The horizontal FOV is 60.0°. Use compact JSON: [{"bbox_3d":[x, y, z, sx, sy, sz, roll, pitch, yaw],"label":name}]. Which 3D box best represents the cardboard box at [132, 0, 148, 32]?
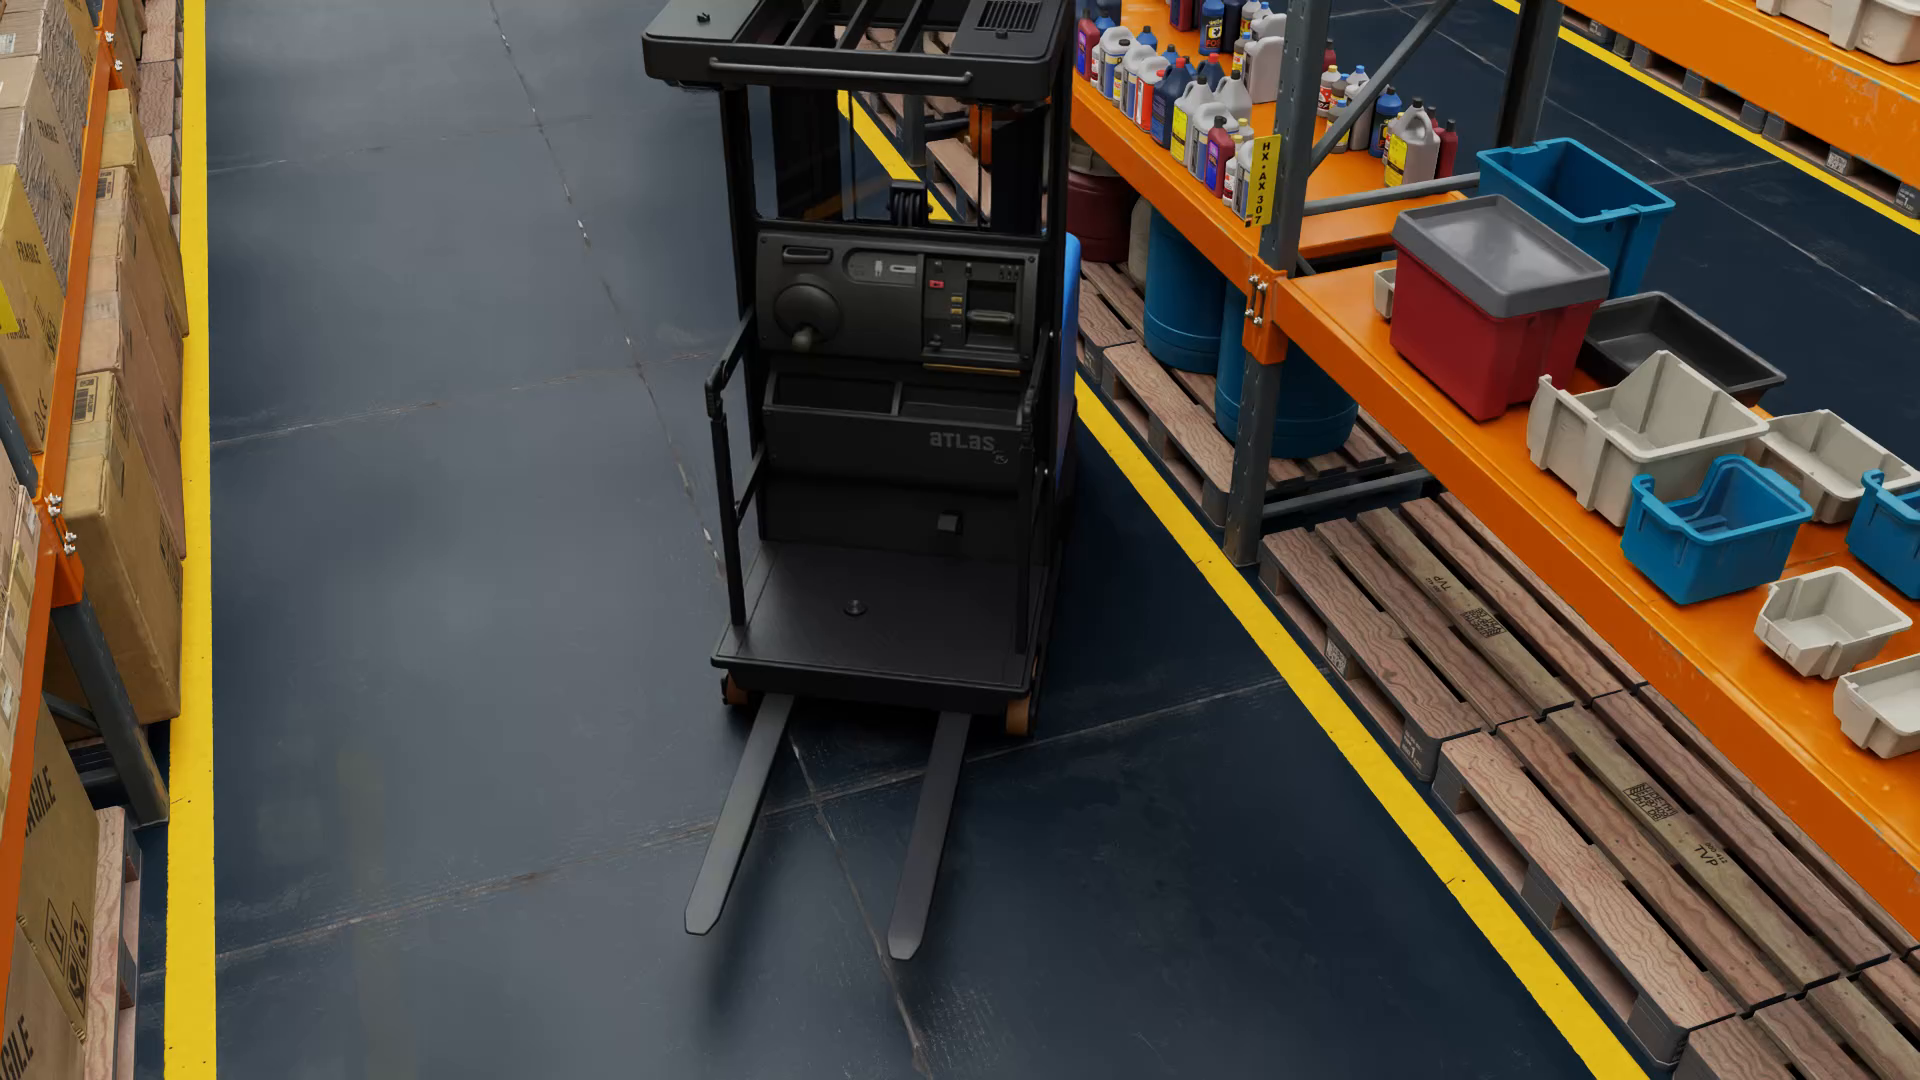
[{"bbox_3d":[-5.669,-3.537,10.665,0.700,0.500,0.500,-15,40,-19],"label":"cardboard box"}]

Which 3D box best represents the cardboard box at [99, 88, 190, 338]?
[{"bbox_3d":[-4.266,-1.376,7.501,1.225,0.875,0.875,-14,39,-18],"label":"cardboard box"}]

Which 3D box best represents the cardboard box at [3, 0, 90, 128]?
[{"bbox_3d":[-3.915,-1.981,6.804,0.500,0.500,0.500,-13,39,-16],"label":"cardboard box"}]

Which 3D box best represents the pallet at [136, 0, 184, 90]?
[{"bbox_3d":[-5.591,-3.158,10.767,1.003,0.211,1.213,-12,39,-16],"label":"pallet"}]

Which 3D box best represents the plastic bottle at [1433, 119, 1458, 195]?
[{"bbox_3d":[1.817,-1.466,6.300,0.061,0.283,0.133,-12,39,-16],"label":"plastic bottle"}]

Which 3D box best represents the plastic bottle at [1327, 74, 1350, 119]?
[{"bbox_3d":[1.568,-1.811,6.826,0.097,0.201,0.097,0,37,0],"label":"plastic bottle"}]

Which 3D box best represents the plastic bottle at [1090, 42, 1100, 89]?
[{"bbox_3d":[0.613,-2.052,7.146,0.097,0.201,0.097,0,37,0],"label":"plastic bottle"}]

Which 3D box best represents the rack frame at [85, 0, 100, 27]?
[{"bbox_3d":[-4.484,-2.451,7.511,1.000,3.000,0.127,-12,39,-16],"label":"rack frame"}]

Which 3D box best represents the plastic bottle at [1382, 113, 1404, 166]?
[{"bbox_3d":[1.715,-1.570,6.506,0.097,0.201,0.097,0,37,0],"label":"plastic bottle"}]

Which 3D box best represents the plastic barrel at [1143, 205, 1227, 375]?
[{"bbox_3d":[1.128,-1.258,7.322,0.600,0.901,0.708,-12,39,-16],"label":"plastic barrel"}]

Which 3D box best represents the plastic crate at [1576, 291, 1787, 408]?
[{"bbox_3d":[2.180,-0.555,5.172,0.437,0.125,0.590,-12,39,-16],"label":"plastic crate"}]

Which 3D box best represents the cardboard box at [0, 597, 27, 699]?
[{"bbox_3d":[-2.518,0.303,4.063,0.380,0.149,0.250,-13,39,-17],"label":"cardboard box"}]

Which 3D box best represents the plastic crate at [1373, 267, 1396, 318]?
[{"bbox_3d":[1.569,-0.843,5.546,0.396,0.136,0.243,-12,39,-16],"label":"plastic crate"}]

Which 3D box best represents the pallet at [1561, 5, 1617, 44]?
[{"bbox_3d":[4.572,-3.860,11.699,1.003,0.211,1.213,-12,39,-16],"label":"pallet"}]

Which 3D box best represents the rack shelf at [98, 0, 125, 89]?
[{"bbox_3d":[-5.172,-3.294,9.228,1.077,0.370,4.000,-12,39,-16],"label":"rack shelf"}]

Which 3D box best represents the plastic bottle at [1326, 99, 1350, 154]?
[{"bbox_3d":[1.505,-1.649,6.611,0.097,0.201,0.097,0,37,0],"label":"plastic bottle"}]

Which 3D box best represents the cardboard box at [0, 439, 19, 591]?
[{"bbox_3d":[-2.709,-0.056,4.208,0.500,0.250,0.500,-13,39,-17],"label":"cardboard box"}]

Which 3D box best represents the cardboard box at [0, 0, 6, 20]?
[{"bbox_3d":[-4.026,-2.107,6.137,0.797,0.503,0.637,-12,39,-15],"label":"cardboard box"}]

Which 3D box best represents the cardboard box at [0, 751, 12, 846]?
[{"bbox_3d":[-2.340,0.594,3.677,0.380,0.149,0.250,-12,39,-15],"label":"cardboard box"}]

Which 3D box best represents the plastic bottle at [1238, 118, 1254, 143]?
[{"bbox_3d":[1.089,-1.536,6.462,0.097,0.201,0.097,0,37,0],"label":"plastic bottle"}]

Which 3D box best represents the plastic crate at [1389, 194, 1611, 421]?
[{"bbox_3d":[1.615,-0.710,5.097,0.402,0.464,0.583,-12,39,-16],"label":"plastic crate"}]

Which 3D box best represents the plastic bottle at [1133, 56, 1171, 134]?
[{"bbox_3d":[0.805,-1.815,6.769,0.152,0.276,0.135,-12,39,-16],"label":"plastic bottle"}]

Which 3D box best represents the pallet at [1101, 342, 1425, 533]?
[{"bbox_3d":[1.317,-0.548,7.302,1.003,0.211,1.213,-12,39,-16],"label":"pallet"}]

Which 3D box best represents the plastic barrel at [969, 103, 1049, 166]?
[{"bbox_3d":[0.351,-2.505,9.037,0.600,0.830,0.708,-12,39,-16],"label":"plastic barrel"}]

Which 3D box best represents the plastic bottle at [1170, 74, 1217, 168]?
[{"bbox_3d":[0.920,-1.649,6.487,0.144,0.351,0.185,-12,39,-16],"label":"plastic bottle"}]

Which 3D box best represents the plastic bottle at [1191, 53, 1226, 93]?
[{"bbox_3d":[0.991,-1.783,6.665,0.144,0.351,0.185,-12,39,-16],"label":"plastic bottle"}]

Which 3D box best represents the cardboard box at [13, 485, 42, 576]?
[{"bbox_3d":[-2.695,0.013,4.448,0.380,0.149,0.250,-12,39,-16],"label":"cardboard box"}]

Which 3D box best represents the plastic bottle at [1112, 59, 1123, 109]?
[{"bbox_3d":[0.693,-1.921,6.972,0.097,0.201,0.097,0,37,0],"label":"plastic bottle"}]

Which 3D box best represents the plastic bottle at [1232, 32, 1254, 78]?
[{"bbox_3d":[1.232,-2.096,7.205,0.097,0.201,0.097,0,37,0],"label":"plastic bottle"}]

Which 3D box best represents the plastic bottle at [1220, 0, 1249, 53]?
[{"bbox_3d":[1.225,-2.393,7.475,0.144,0.351,0.185,-12,39,-16],"label":"plastic bottle"}]

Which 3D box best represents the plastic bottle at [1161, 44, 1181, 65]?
[{"bbox_3d":[0.869,-1.925,6.920,0.097,0.271,0.097,0,37,0],"label":"plastic bottle"}]

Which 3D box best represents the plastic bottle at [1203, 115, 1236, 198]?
[{"bbox_3d":[0.981,-1.448,6.276,0.061,0.283,0.133,-12,39,-16],"label":"plastic bottle"}]

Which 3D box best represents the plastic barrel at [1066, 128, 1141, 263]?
[{"bbox_3d":[0.740,-1.771,8.263,0.600,0.588,0.708,-12,39,-16],"label":"plastic barrel"}]

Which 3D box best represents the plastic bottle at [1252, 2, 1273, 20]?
[{"bbox_3d":[1.329,-2.231,7.326,0.097,0.271,0.097,0,37,0],"label":"plastic bottle"}]

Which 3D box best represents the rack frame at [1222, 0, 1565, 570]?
[{"bbox_3d":[1.543,-1.217,5.873,1.000,3.000,0.127,-12,39,-16],"label":"rack frame"}]

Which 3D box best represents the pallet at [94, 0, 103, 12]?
[{"bbox_3d":[-4.829,-2.755,8.074,1.213,0.211,1.003,-12,39,-16],"label":"pallet"}]

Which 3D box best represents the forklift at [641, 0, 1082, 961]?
[{"bbox_3d":[-0.240,-0.716,5.264,1.130,2.935,3.031,5,37,7],"label":"forklift"}]

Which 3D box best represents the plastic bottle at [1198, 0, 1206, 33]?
[{"bbox_3d":[1.152,-2.452,7.609,0.061,0.283,0.133,-12,39,-16],"label":"plastic bottle"}]

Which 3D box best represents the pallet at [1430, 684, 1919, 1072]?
[{"bbox_3d":[2.256,0.994,5.255,1.003,0.211,1.213,-12,39,-16],"label":"pallet"}]

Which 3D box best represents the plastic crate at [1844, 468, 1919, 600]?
[{"bbox_3d":[2.587,-0.036,4.394,0.416,0.233,0.300,-12,39,-16],"label":"plastic crate"}]

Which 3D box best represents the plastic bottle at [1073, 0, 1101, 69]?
[{"bbox_3d":[0.540,-2.271,7.313,0.144,0.351,0.185,-12,39,-16],"label":"plastic bottle"}]

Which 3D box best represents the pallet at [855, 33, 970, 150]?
[{"bbox_3d":[-0.064,-2.809,10.303,1.003,0.211,1.213,-12,39,-16],"label":"pallet"}]

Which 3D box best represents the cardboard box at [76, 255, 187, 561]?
[{"bbox_3d":[-3.655,-0.373,6.169,1.225,0.875,0.875,-14,39,-18],"label":"cardboard box"}]

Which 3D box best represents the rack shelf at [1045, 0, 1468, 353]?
[{"bbox_3d":[0.855,-2.060,7.589,1.077,0.370,4.000,-12,39,-16],"label":"rack shelf"}]

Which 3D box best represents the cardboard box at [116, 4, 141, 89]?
[{"bbox_3d":[-5.330,-2.948,9.882,0.700,0.500,0.500,-16,40,-20],"label":"cardboard box"}]

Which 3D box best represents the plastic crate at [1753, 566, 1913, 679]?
[{"bbox_3d":[2.145,0.218,4.136,0.298,0.136,0.250,-12,39,-16],"label":"plastic crate"}]

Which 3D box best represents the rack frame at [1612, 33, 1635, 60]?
[{"bbox_3d":[4.819,-4.500,10.231,1.000,3.000,0.127,-12,39,-16],"label":"rack frame"}]

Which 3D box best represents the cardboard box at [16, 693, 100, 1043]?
[{"bbox_3d":[-2.955,0.879,4.507,0.875,0.875,0.875,-12,39,-16],"label":"cardboard box"}]

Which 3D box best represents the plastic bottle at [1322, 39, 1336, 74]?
[{"bbox_3d":[1.512,-1.968,6.966,0.061,0.283,0.133,-12,39,-16],"label":"plastic bottle"}]

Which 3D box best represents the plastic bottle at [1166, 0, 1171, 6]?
[{"bbox_3d":[1.043,-2.673,7.971,0.097,0.201,0.097,0,37,0],"label":"plastic bottle"}]

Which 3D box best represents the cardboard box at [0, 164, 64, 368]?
[{"bbox_3d":[-3.205,-0.827,5.272,0.500,0.500,0.500,-12,39,-16],"label":"cardboard box"}]

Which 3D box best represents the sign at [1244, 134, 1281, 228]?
[{"bbox_3d":[1.026,-1.215,5.640,0.100,0.325,0.005,-12,39,-16],"label":"sign"}]

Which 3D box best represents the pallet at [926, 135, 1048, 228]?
[{"bbox_3d":[0.477,-1.926,9.132,1.003,0.211,1.213,-12,39,-16],"label":"pallet"}]

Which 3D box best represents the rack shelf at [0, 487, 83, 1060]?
[{"bbox_3d":[-2.419,1.225,3.228,1.077,0.370,4.000,-12,39,-16],"label":"rack shelf"}]

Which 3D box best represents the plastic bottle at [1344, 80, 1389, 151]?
[{"bbox_3d":[1.616,-1.715,6.636,0.152,0.276,0.135,-12,39,-16],"label":"plastic bottle"}]

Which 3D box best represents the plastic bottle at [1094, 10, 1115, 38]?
[{"bbox_3d":[0.624,-2.168,7.242,0.097,0.271,0.097,0,37,0],"label":"plastic bottle"}]

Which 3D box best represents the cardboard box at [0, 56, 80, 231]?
[{"bbox_3d":[-3.559,-1.401,6.033,0.500,0.500,0.500,-12,39,-15],"label":"cardboard box"}]

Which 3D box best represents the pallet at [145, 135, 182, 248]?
[{"bbox_3d":[-4.751,-1.779,8.937,1.003,0.211,1.213,-12,39,-16],"label":"pallet"}]

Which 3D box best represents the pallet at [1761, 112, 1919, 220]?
[{"bbox_3d":[5.456,-2.269,9.587,1.003,0.211,1.213,-12,39,-16],"label":"pallet"}]

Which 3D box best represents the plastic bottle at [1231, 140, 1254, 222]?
[{"bbox_3d":[1.104,-1.323,6.117,0.152,0.276,0.135,-12,39,-16],"label":"plastic bottle"}]
